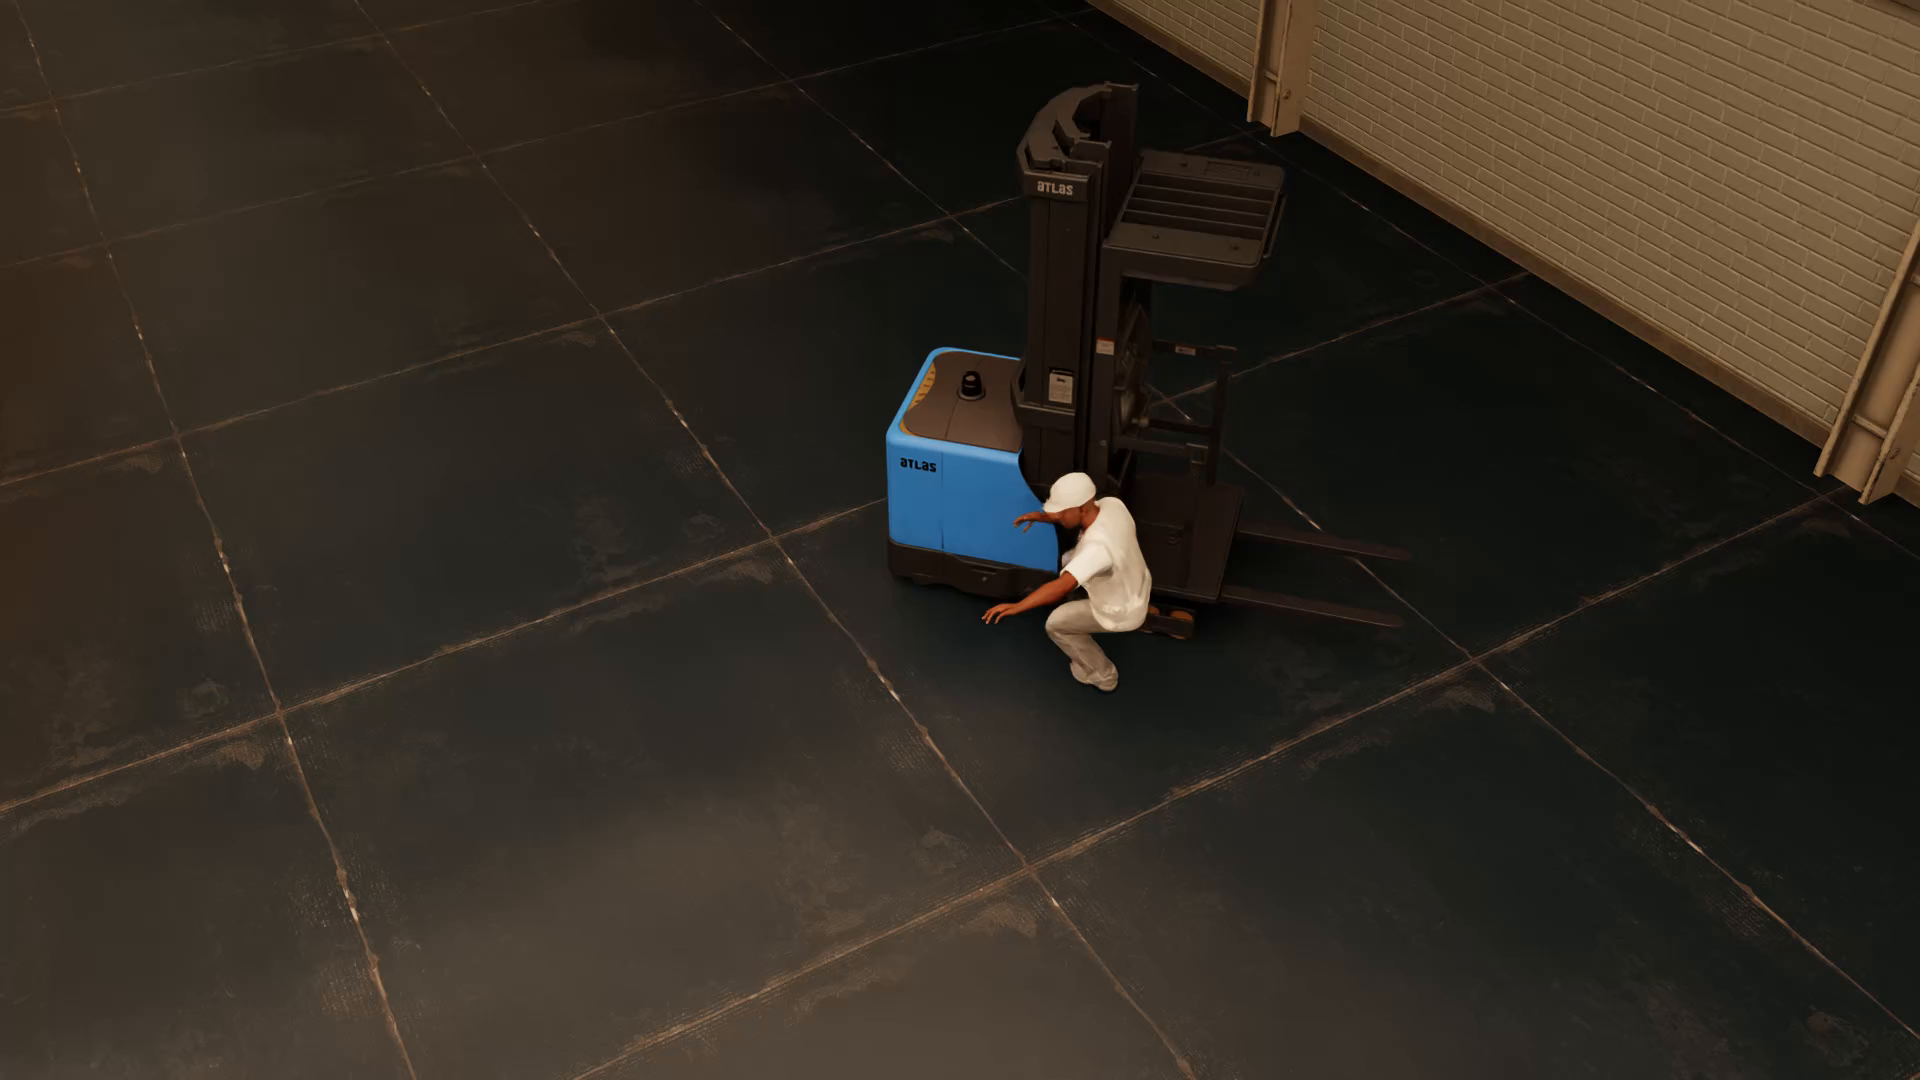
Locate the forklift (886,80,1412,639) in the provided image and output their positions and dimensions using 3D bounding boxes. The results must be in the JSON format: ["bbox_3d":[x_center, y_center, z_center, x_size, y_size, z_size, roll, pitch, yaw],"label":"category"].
[{"bbox_3d":[1.140,-0.934,9.162,3.031,2.935,1.130,10,41,12],"label":"forklift"}]

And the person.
[{"bbox_3d":[0.625,0.217,8.907,0.797,1.483,1.583,9,41,11],"label":"person"}]
